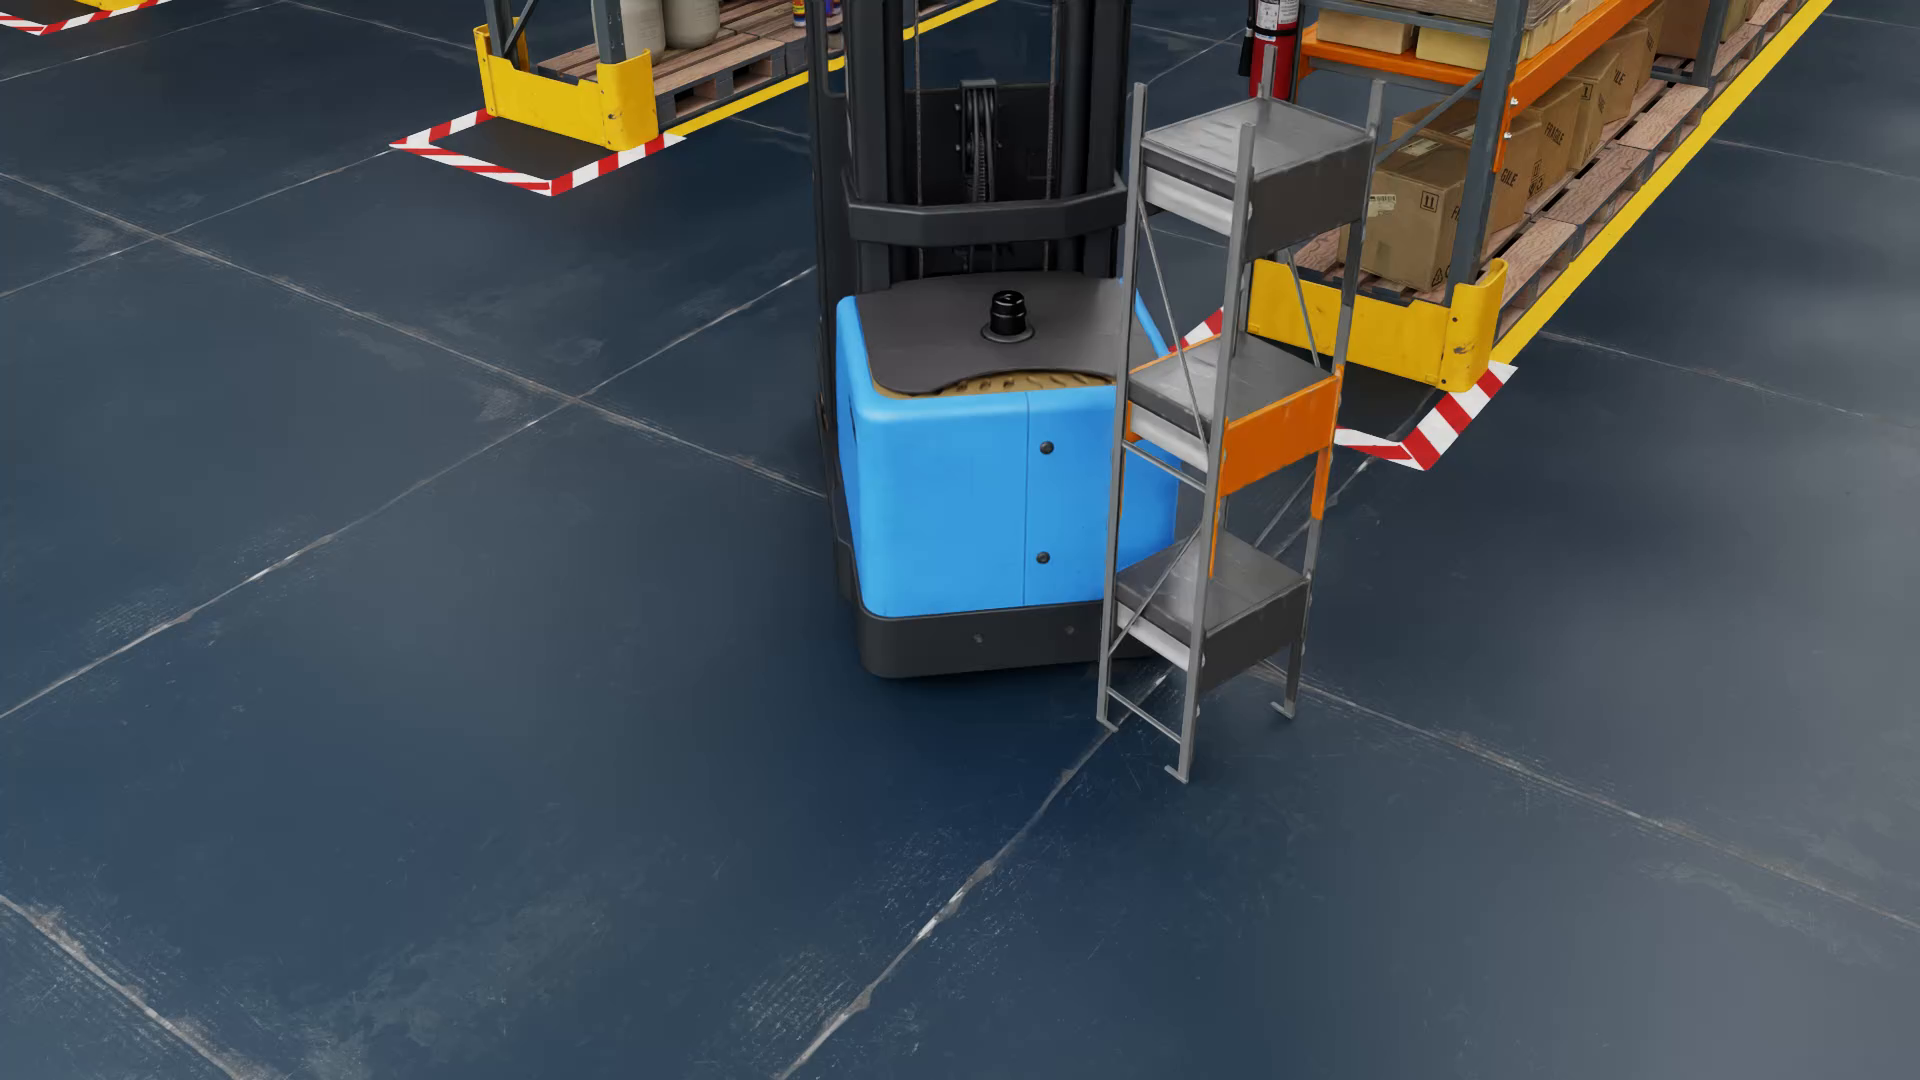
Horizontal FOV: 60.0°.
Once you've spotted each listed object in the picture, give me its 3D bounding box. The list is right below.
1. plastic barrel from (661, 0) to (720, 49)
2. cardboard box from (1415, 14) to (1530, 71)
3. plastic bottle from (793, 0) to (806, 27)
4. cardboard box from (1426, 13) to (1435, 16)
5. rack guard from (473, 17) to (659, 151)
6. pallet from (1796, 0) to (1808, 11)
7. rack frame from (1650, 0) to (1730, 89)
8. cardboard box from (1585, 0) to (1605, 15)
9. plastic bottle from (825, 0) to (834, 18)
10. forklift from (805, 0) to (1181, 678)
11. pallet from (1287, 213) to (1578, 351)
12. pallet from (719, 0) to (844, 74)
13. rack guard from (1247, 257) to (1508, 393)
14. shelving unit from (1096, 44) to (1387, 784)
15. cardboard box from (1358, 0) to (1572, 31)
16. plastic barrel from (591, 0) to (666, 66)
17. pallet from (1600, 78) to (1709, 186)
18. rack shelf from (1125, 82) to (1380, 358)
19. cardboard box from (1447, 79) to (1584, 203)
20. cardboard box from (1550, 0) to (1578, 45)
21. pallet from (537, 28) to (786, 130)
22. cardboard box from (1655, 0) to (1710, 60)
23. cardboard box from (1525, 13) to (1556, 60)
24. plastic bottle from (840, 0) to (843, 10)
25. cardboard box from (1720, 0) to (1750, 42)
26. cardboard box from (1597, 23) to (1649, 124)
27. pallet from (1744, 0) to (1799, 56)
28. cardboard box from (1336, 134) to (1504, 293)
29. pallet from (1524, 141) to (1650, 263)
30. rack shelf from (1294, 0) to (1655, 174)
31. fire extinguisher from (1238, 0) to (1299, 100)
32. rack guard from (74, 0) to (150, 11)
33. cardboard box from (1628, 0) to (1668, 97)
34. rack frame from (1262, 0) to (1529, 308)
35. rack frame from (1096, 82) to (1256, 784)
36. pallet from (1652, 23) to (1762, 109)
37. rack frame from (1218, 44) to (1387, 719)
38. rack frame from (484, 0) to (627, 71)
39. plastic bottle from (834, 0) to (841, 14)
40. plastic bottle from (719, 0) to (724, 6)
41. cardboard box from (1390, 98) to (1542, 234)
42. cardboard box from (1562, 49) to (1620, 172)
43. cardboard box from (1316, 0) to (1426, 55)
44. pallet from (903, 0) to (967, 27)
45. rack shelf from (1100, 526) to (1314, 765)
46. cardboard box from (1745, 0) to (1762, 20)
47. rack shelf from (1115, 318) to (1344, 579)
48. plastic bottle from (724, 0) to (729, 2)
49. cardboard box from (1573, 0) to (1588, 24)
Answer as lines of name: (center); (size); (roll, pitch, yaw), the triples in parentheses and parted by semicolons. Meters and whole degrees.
plastic barrel: (-1.725, -3.378, 10.414); (0.421, 0.512, 0.421); (0, 34, 0)
cardboard box: (2.104, -2.046, 6.822); (0.380, 0.149, 0.250); (21, 39, 28)
plastic bottle: (-1.033, -3.464, 10.737); (0.097, 0.271, 0.097); (0, 34, 0)
cardboard box: (1.882, -2.303, 7.202); (0.380, 0.149, 0.250); (21, 39, 28)
rack guard: (-2.318, -2.691, 9.784); (1.175, 0.500, 0.348); (21, 39, 28)
pallet: (5.861, -4.262, 12.364); (1.003, 0.211, 1.213); (21, 39, 28)
rack frame: (4.027, -3.936, 9.392); (1.000, 3.000, 0.127); (21, 39, 28)
cardboard box: (2.691, -2.499, 7.493); (0.380, 0.149, 0.250); (21, 39, 28)
plastic bottle: (-0.889, -3.567, 10.879); (0.061, 0.283, 0.133); (22, 40, 29)
forklift: (-0.007, -1.574, 5.961); (1.130, 2.935, 3.031); (-5, 34, -7)
pallet: (2.282, -1.337, 8.039); (1.003, 0.211, 1.213); (21, 39, 28)
pallet: (-1.154, -3.503, 11.242); (1.003, 0.211, 1.213); (21, 39, 28)
rack guard: (1.789, -1.094, 7.422); (1.175, 0.500, 0.348); (21, 39, 28)
shelving unit: (0.763, -0.291, 4.805); (0.503, 2.100, 0.431); (-25, 41, -32)
cardboard box: (2.082, -2.504, 6.920); (0.875, 0.500, 0.500); (21, 39, 28)
plastic barrel: (-2.011, -3.148, 10.073); (0.421, 0.512, 0.421); (0, 34, 0)
pallet: (3.673, -2.460, 9.699); (1.003, 0.211, 1.213); (21, 39, 28)
rack shelf: (0.763, -0.859, 4.421); (0.480, 0.518, 0.431); (-25, 41, -32)
cardboard box: (2.801, -2.083, 8.510); (0.500, 0.500, 0.500); (25, 42, 32)
cardboard box: (2.417, -2.265, 7.146); (0.380, 0.149, 0.250); (21, 39, 28)
pallet: (-1.851, -2.944, 10.415); (1.003, 0.211, 1.213); (21, 39, 28)
cardboard box: (4.394, -3.358, 10.377); (0.700, 0.500, 0.500); (18, 38, 25)
cardboard box: (2.263, -2.155, 6.983); (0.380, 0.149, 0.250); (21, 39, 28)
plastic bottle: (-0.781, -3.668, 11.038); (0.097, 0.271, 0.097); (0, 34, 0)
cardboard box: (4.682, -3.572, 10.692); (0.700, 0.500, 0.500); (21, 39, 28)
cardboard box: (3.445, -2.637, 9.328); (0.500, 0.500, 0.500); (-23, 40, -30)
pallet: (5.164, -3.703, 11.537); (1.003, 0.211, 1.213); (21, 39, 28)
cardboard box: (2.116, -1.515, 7.670); (0.500, 0.500, 0.500); (-29, 43, -35)
pallet: (2.978, -1.896, 8.866); (1.003, 0.211, 1.213); (21, 39, 28)
rack shelf: (2.886, -2.717, 8.233); (1.077, 0.370, 4.000); (21, 39, 28)
fire extinguisher: (1.302, -2.157, 6.831); (0.296, 0.674, 0.183); (21, 39, 28)
rack guard: (-6.404, -4.214, 12.035); (1.175, 0.500, 0.348); (21, 39, 28)
cardboard box: (3.766, -2.903, 9.721); (0.500, 0.500, 0.500); (20, 39, 27)
rack frame: (1.746, -2.095, 6.670); (1.000, 3.000, 0.127); (21, 39, 28)
rack frame: (0.574, -0.204, 4.677); (0.015, 2.100, 0.400); (-25, 41, -32)
pallet: (4.469, -3.139, 10.704); (1.003, 0.211, 1.213); (21, 39, 28)
rack frame: (0.951, -0.377, 4.933); (0.015, 2.100, 0.400); (-25, 41, -32)
rack frame: (-2.323, -3.677, 9.009); (1.000, 3.000, 0.127); (21, 39, 28)
plastic bottle: (-0.838, -3.621, 10.970); (0.097, 0.271, 0.097); (0, 34, 0)
plastic bottle: (-1.636, -3.685, 11.127); (0.097, 0.201, 0.097); (0, 34, 0)
cardboard box: (2.428, -1.801, 8.093); (0.500, 0.500, 0.500); (-25, 41, -32)
cardboard box: (3.156, -2.326, 8.868); (0.500, 0.500, 0.500); (18, 38, 24)
cardboard box: (1.739, -2.188, 7.032); (0.380, 0.149, 0.250); (21, 39, 28)
pallet: (-0.459, -4.067, 12.075); (1.003, 0.211, 1.213); (21, 39, 28)
rack shelf: (0.763, 0.301, 5.205); (0.480, 0.518, 0.431); (-25, 41, -32)
cardboard box: (5.001, -3.829, 11.073); (0.700, 0.500, 0.500); (18, 38, 24)
rack shelf: (0.763, -0.279, 4.813); (0.480, 0.518, 0.431); (-25, 41, -32)
plastic bottle: (-1.584, -3.779, 11.192); (0.061, 0.283, 0.133); (22, 40, 29)
cardboard box: (2.543, -2.387, 7.326); (0.380, 0.149, 0.250); (21, 39, 28)
